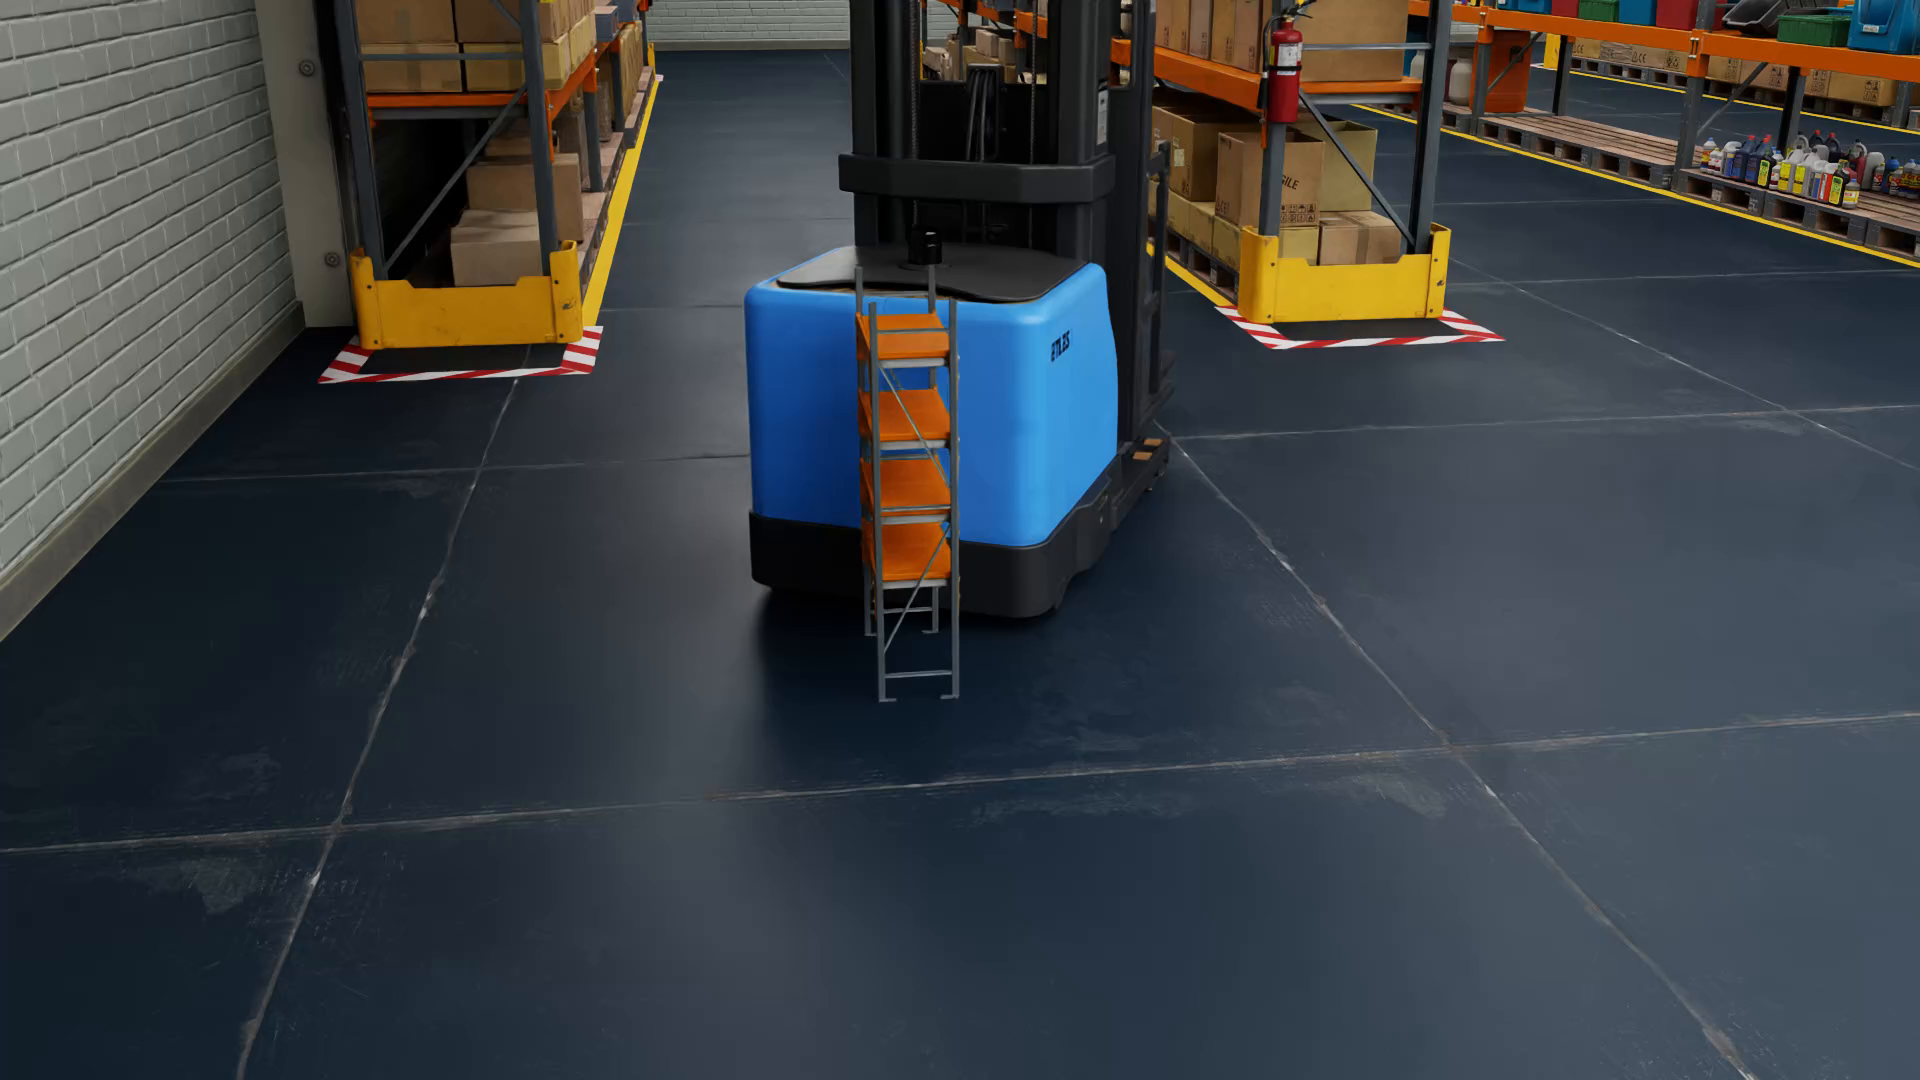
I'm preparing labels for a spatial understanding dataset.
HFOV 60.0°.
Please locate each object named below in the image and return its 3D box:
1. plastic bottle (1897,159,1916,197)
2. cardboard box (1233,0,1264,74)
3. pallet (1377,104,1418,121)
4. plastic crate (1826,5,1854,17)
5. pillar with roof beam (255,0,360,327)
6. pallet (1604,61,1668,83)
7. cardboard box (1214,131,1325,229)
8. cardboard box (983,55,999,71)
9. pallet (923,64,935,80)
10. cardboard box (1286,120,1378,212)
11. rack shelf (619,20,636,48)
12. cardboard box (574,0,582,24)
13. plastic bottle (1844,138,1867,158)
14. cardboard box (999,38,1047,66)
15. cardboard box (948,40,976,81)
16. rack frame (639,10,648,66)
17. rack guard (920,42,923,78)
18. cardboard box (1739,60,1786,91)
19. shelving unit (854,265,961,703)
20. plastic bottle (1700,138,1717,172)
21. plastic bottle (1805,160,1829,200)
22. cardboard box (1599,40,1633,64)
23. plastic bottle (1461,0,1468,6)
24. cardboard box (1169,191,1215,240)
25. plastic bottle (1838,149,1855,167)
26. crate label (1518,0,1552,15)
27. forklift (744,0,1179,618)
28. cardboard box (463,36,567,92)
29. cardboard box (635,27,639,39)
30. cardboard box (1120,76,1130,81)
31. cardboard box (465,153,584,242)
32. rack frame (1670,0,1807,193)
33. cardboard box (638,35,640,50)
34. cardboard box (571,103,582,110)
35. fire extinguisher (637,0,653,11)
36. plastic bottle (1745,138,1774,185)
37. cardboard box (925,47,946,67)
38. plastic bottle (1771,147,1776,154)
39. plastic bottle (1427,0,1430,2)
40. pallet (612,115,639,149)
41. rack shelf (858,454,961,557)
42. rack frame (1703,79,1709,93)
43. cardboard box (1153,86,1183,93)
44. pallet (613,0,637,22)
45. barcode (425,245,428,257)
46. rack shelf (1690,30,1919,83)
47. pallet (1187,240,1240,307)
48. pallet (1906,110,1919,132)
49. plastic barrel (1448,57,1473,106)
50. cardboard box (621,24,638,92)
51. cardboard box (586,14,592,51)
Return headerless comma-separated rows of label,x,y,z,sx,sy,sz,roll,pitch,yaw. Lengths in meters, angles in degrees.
plastic bottle,7.112,-2.715,12.470,0.097,0.271,0.097,0,20,0
cardboard box,2.091,-3.133,10.174,0.700,0.500,0.500,-2,21,-6
pallet,5.648,-5.146,19.694,1.003,0.211,1.213,-3,21,-8
plastic crate,6.980,-3.936,12.681,0.499,0.251,0.616,-3,21,-8
pillar with roof beam,0.628,-5.717,8.662,9.100,9.000,0.400,-3,21,-8
pallet,10.089,-6.779,24.066,1.003,0.211,1.213,-3,21,-8
cardboard box,1.855,-2.173,10.004,0.500,0.500,0.500,-3,21,-8
cardboard box,0.550,-5.220,18.848,0.500,0.500,0.500,-4,21,-10
pallet,0.047,-6.673,23.781,1.003,0.211,1.213,-3,21,-8
cardboard box,2.295,-2.372,10.537,0.500,0.500,0.500,-3,21,-8
rack shelf,-4.117,-5.616,17.994,1.077,0.370,4.000,-3,21,-8
cardboard box,-2.662,-3.491,10.389,0.500,0.500,0.500,-2,21,-6
plastic bottle,7.004,-2.954,12.995,0.144,0.351,0.185,-3,21,-8
cardboard box,0.694,-5.230,17.803,0.500,0.250,0.500,-2,21,-6
cardboard box,0.134,-6.115,21.245,0.500,0.500,0.500,-3,21,-8
rack frame,-4.981,-8.031,23.430,1.000,3.000,0.127,-3,21,-8
rack guard,-0.069,-7.084,24.470,1.175,0.500,0.348,-3,21,-8
cardboard box,10.542,-6.067,20.608,1.225,0.875,0.875,-4,21,-10
shelving unit,-0.159,-0.173,4.961,0.258,1.200,0.503,-3,21,-7
plastic bottle,6.164,-3.171,13.690,0.097,0.271,0.097,0,20,0
plastic bottle,6.401,-2.671,12.345,0.152,0.276,0.135,-3,21,-9
cardboard box,10.026,-7.449,24.309,0.875,0.875,0.875,-3,21,-8
plastic bottle,5.462,-5.904,17.904,0.061,0.283,0.133,-3,21,-8
cardboard box,1.699,-2.167,11.061,0.500,0.250,0.500,-3,21,-8
plastic bottle,6.906,-2.908,12.969,0.061,0.283,0.133,-3,21,-8
crate label,5.851,-5.419,16.388,0.502,0.435,0.616,-3,21,-8
forklift,0.242,-1.605,6.325,1.130,2.935,3.031,7,22,17
cardboard box,-2.431,-2.615,9.116,0.500,0.250,0.500,-4,21,-9
cardboard box,-4.355,-6.548,21.506,0.380,0.149,0.250,-4,21,-9
cardboard box,1.474,-4.335,16.063,0.500,0.311,0.500,-3,21,-9
cardboard box,-2.824,-2.224,10.827,0.700,0.500,0.500,-4,21,-11
rack frame,6.552,-4.376,13.644,1.000,3.000,0.127,-3,21,-8
cardboard box,-4.636,-6.472,22.229,0.700,0.500,0.500,-4,21,-10
cardboard box,-3.498,-3.341,13.819,0.700,0.500,0.500,-3,21,-9
fire extinguisher,-4.547,-7.895,23.711,0.296,0.674,0.183,-3,21,-8
plastic bottle,6.285,-2.975,13.051,0.144,0.351,0.185,-4,21,-10
cardboard box,-0.210,-6.824,23.501,0.500,0.250,0.500,-3,21,-8
plastic bottle,6.398,-2.959,13.122,0.097,0.271,0.097,0,20,0
plastic bottle,5.330,-6.220,18.749,0.061,0.283,0.133,-3,21,-8
pallet,-3.867,-4.231,17.243,1.003,0.211,1.213,-3,21,-8
rack shelf,-0.158,-0.110,4.985,0.258,0.148,0.480,-3,21,-7
rack frame,10.300,-7.395,21.729,1.000,3.000,0.127,-3,21,-8
cardboard box,1.407,-3.211,12.783,0.500,0.500,0.500,-3,21,-8
pallet,-3.620,-4.930,15.402,1.213,0.211,1.003,-3,21,-8
barcode,-3.084,-1.672,9.606,0.001,0.075,0.075,-3,21,-8
rack shelf,6.840,-3.346,11.916,1.077,0.370,4.000,-3,21,-8
pallet,2.075,-1.698,10.462,1.003,0.211,1.213,-3,21,-8
pallet,10.988,-4.433,17.784,1.003,0.211,1.213,-3,21,-8
plastic barrel,5.718,-5.151,18.677,0.421,0.512,0.421,0,20,0
cardboard box,-4.183,-5.617,19.440,0.750,0.750,0.750,-3,21,-7
cardboard box,-2.820,-3.493,11.468,0.500,0.250,0.500,-3,21,-8
